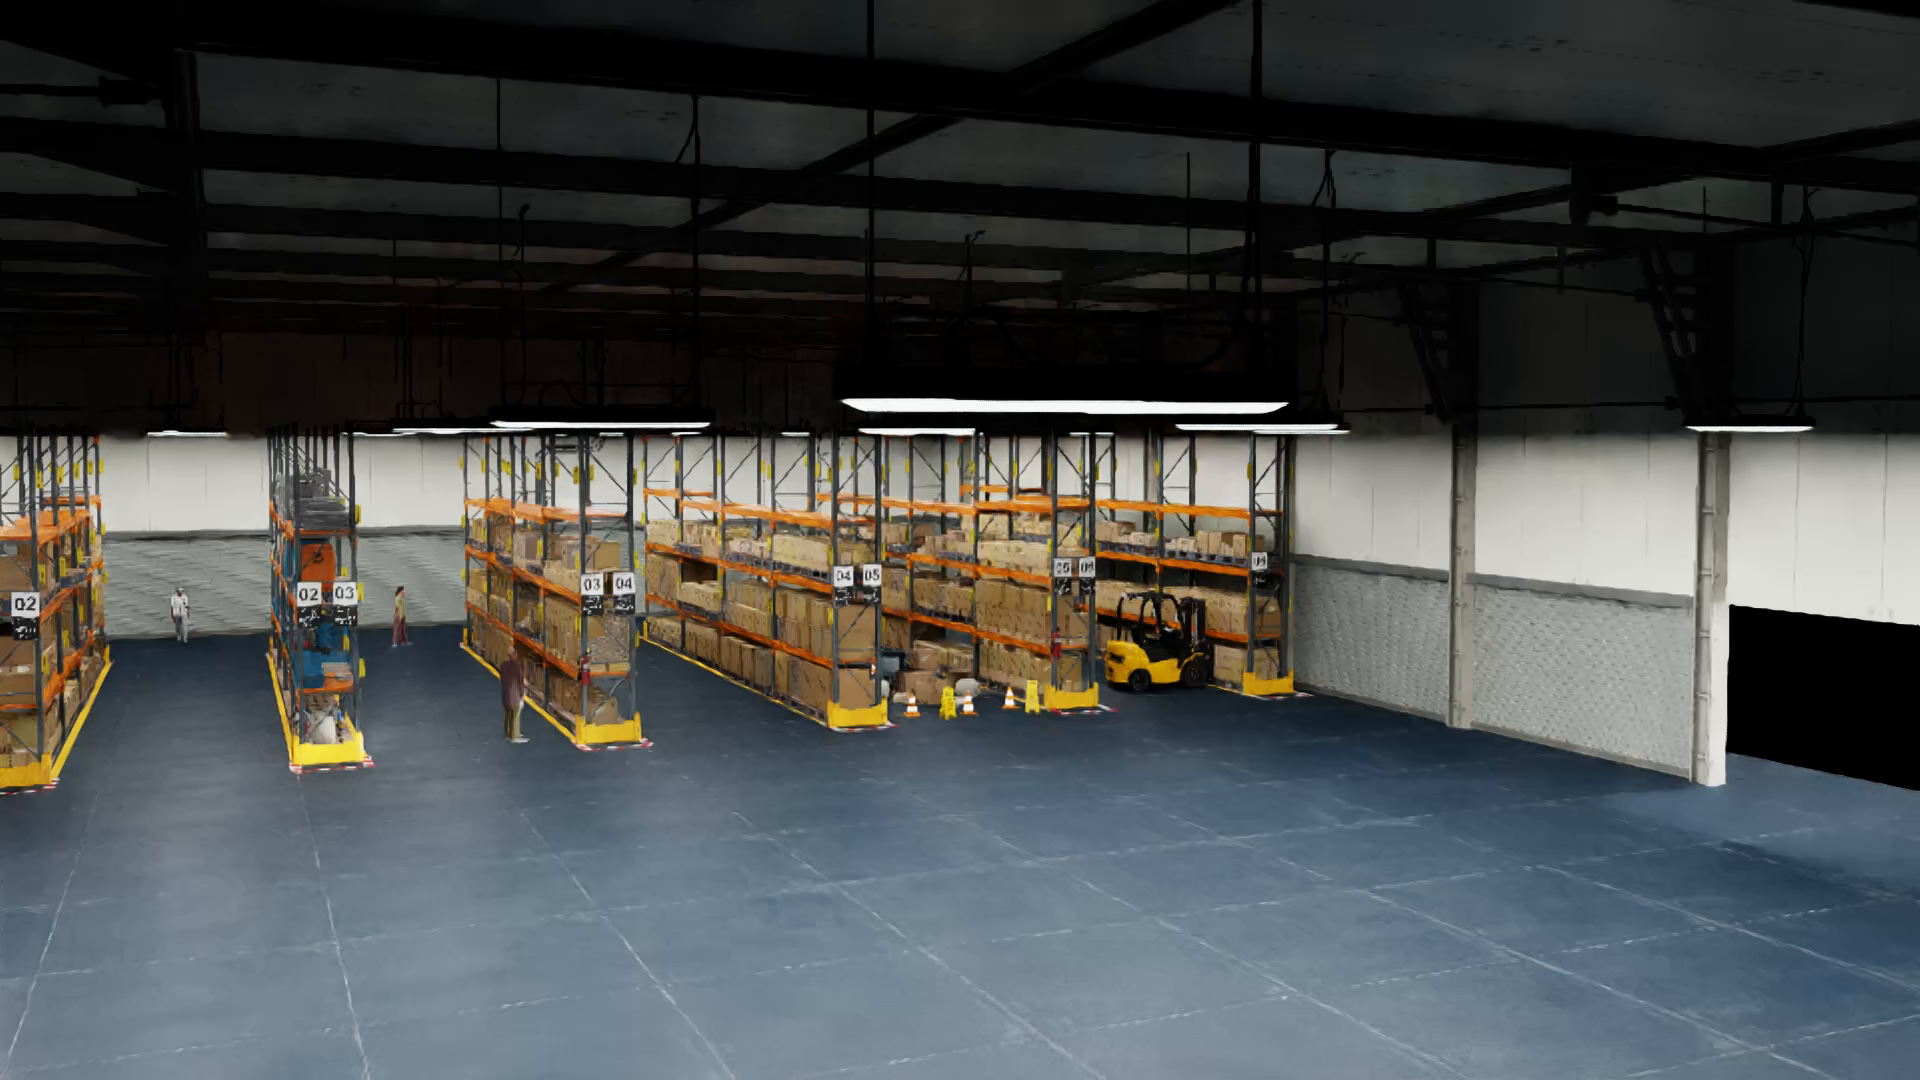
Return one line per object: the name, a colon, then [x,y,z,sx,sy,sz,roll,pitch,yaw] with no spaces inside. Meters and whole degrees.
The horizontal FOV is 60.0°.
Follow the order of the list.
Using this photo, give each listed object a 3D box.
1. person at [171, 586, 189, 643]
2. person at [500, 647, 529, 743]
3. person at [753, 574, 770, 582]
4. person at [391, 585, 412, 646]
person: [-21.835,2.069,46.551,0.456,1.589,1.088,-1,4,-22]
person: [-8.382,2.901,31.335,0.640,1.787,0.504,3,4,36]
person: [-6.321,1.592,53.249,0.578,1.774,0.572,1,4,11]
person: [-15.416,2.084,45.800,0.462,1.672,0.581,0,3,0]
